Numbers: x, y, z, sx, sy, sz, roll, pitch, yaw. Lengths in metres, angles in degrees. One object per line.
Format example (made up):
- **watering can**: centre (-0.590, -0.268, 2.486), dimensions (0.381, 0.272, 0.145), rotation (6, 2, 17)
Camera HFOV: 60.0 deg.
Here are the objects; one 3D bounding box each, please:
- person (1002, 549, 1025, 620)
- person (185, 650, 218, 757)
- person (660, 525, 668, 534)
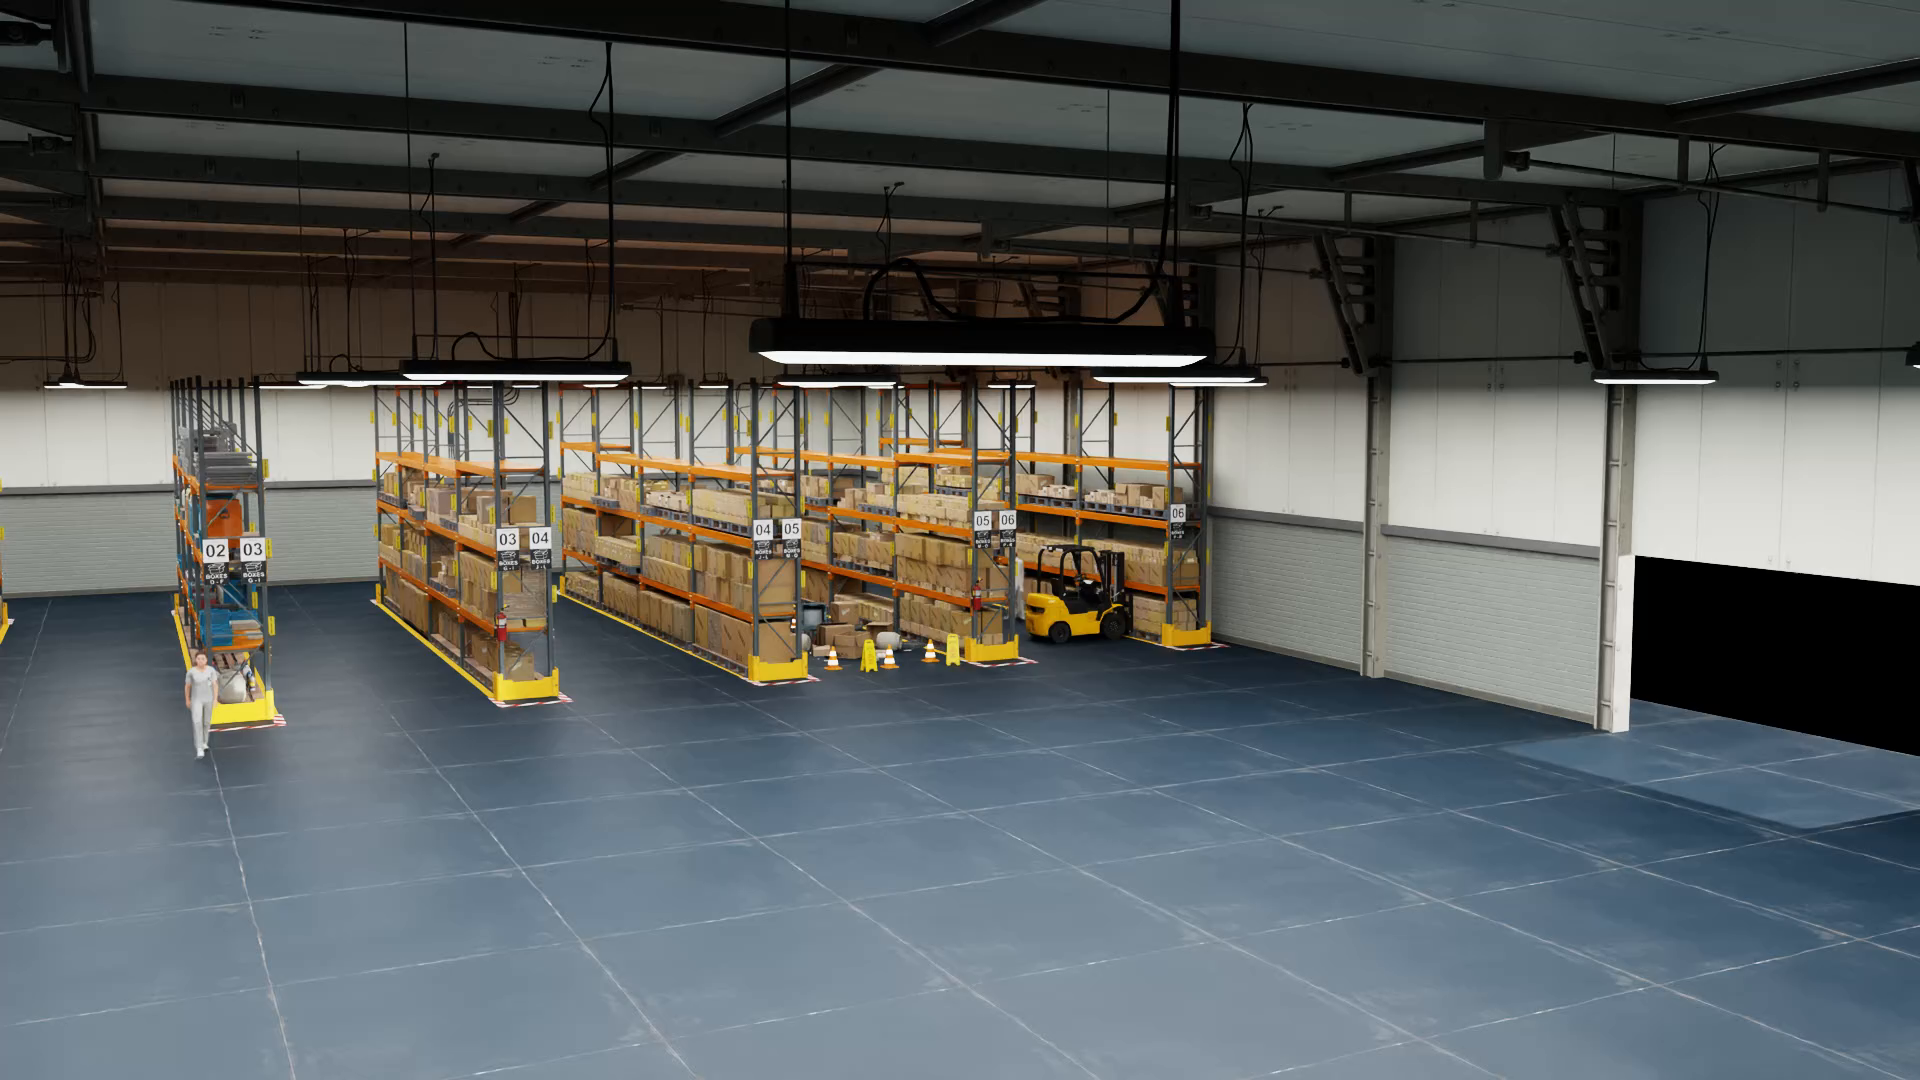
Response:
- **person**: centre (1.415, 1.133, 41.857), dimensions (0.625, 1.813, 0.595), rotation (-4, 7, -40)
- **person**: centre (-11.954, 2.553, 26.278), dimensions (0.456, 1.623, 0.964), rotation (-4, 7, -39)
- **person**: centre (-9.054, 0.368, 50.749), dimensions (0.450, 1.678, 0.632), rotation (3, 6, 34)
